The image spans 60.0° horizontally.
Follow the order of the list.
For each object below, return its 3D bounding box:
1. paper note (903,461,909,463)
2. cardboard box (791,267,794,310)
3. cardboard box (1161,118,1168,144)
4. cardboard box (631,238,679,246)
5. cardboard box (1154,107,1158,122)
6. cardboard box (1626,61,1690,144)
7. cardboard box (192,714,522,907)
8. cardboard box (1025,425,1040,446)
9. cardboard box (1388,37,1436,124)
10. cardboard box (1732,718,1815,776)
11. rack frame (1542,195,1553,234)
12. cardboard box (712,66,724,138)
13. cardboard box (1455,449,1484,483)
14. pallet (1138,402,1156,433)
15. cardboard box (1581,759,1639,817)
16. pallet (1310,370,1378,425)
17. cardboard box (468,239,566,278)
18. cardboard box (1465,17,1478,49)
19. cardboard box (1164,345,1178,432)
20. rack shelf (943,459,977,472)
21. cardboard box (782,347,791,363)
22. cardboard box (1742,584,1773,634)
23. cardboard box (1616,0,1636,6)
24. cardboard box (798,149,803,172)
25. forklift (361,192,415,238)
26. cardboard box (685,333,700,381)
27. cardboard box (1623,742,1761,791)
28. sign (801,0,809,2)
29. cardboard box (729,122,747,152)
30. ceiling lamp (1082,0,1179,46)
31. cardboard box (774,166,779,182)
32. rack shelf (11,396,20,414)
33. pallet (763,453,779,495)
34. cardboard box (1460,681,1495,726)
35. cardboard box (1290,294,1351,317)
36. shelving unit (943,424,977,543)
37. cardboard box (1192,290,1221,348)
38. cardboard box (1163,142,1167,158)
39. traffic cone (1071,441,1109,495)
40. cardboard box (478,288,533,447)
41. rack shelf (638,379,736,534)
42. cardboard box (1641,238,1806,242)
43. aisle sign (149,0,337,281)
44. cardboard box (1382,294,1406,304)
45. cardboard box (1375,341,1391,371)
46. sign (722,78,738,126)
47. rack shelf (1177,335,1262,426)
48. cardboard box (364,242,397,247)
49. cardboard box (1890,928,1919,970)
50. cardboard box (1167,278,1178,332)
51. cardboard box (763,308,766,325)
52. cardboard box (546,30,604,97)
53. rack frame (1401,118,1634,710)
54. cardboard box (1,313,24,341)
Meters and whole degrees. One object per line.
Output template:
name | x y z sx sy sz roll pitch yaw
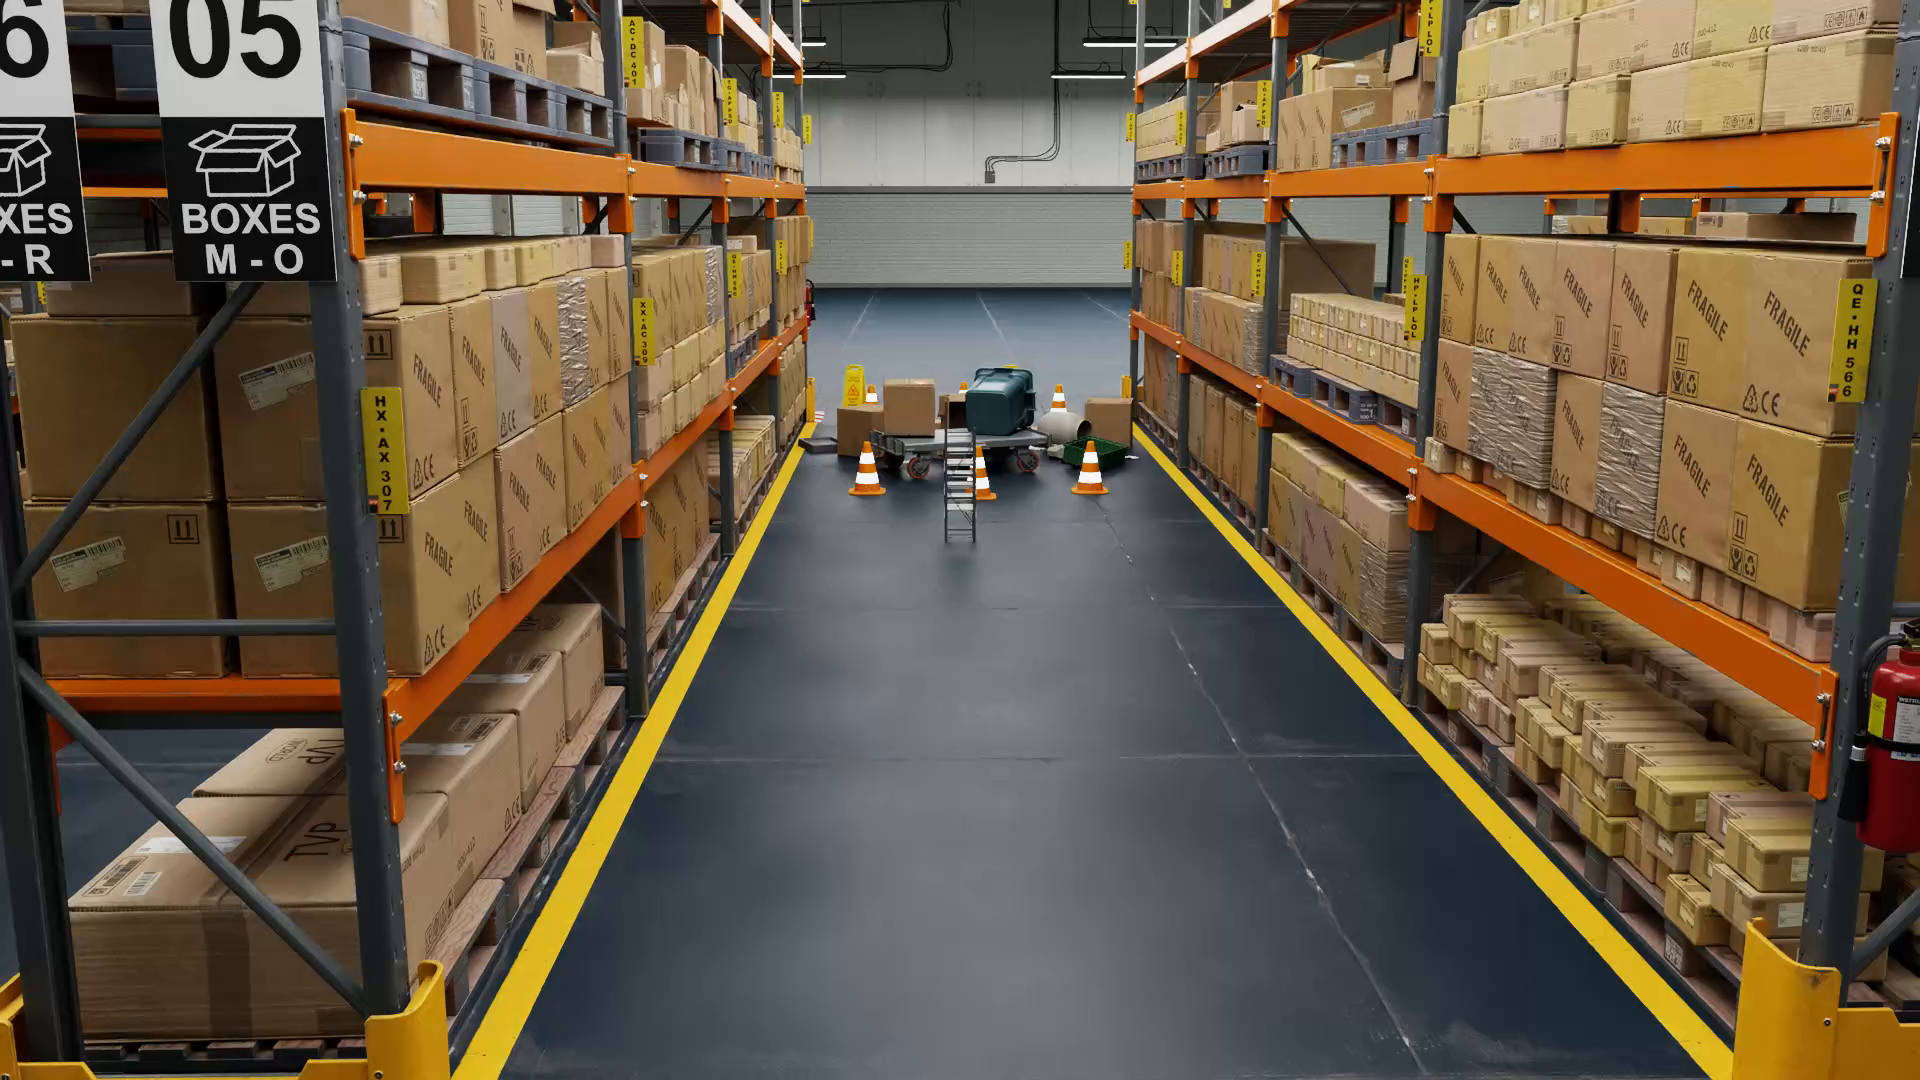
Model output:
paper note | -0.580 -0.806 16.953 0.148 0.019 0.142 0 11 -1
cardboard box | -2.067 -2.732 17.980 0.500 0.500 0.500 0 11 0
cardboard box | 2.386 -4.283 17.401 0.500 0.250 0.500 0 11 -2
cardboard box | -2.508 -2.396 13.636 0.380 0.149 0.250 -1 11 -4
cardboard box | 2.309 -4.605 17.989 0.380 0.149 0.250 0 11 0
cardboard box | 2.631 -1.489 5.688 0.500 0.250 0.500 0 11 1
cardboard box | -2.168 0.974 6.100 0.875 0.438 0.875 0 11 0
cardboard box | 0.795 -1.183 18.222 0.396 0.266 0.258 2 12 9
cardboard box | 2.936 -2.633 9.631 0.797 0.503 0.637 0 11 -2
cardboard box | 3.161 0.782 6.279 0.380 0.149 0.250 0 11 1
rack frame | 7.550 -2.984 20.224 1.000 3.000 0.127 0 11 -1
cardboard box | -2.034 -3.005 11.468 0.797 0.503 0.637 -1 12 -5
cardboard box | 2.595 -0.367 7.954 0.380 0.149 0.250 0 11 1
pallet | 2.684 -1.459 19.718 1.003 0.211 1.213 0 11 -1
cardboard box | 2.587 0.932 6.285 0.380 0.149 0.250 0 11 0
pallet | 2.836 -0.906 10.464 1.003 0.211 1.213 0 11 -1
cardboard box | -1.829 -1.153 6.799 0.380 0.149 0.250 0 11 -2
cardboard box | 2.601 -2.377 7.802 0.380 0.149 0.250 0 11 -2
cardboard box | 2.706 -1.658 17.974 0.875 0.875 0.875 0 11 -1
rack shelf | 0.000 -0.583 12.933 0.258 0.077 0.200 0 11 -1
cardboard box | -1.972 -1.938 17.407 0.380 0.149 0.250 0 11 1
cardboard box | 2.663 0.207 5.129 0.380 0.149 0.250 0 11 -1
cardboard box | 2.609 -2.011 6.001 0.380 0.149 0.250 -1 11 -3
cardboard box | -2.078 -4.385 19.215 0.500 0.250 0.500 0 11 -2
forklift | -4.789 -1.410 12.797 1.129 2.867 3.031 0 11 -2
cardboard box | -1.872 -1.123 10.168 0.500 0.250 0.500 -1 11 -3
cardboard box | 2.633 0.839 5.995 0.380 0.149 0.250 -1 11 -3
sign | -1.802 -6.417 19.310 0.100 0.325 0.005 0 11 -1
cardboard box | -2.103 -3.433 14.214 0.500 0.250 0.500 0 11 0
ceiling lamp | 3.578 -12.015 34.970 2.000 3.185 0.800 0 11 -1
cardboard box | -1.983 -3.611 16.399 0.380 0.149 0.250 0 11 -1
rack shelf | -7.114 -0.582 10.192 1.077 0.370 4.000 0 11 -1
pallet | -2.258 -0.627 15.618 1.003 0.211 1.213 0 11 -1
cardboard box | 2.586 0.769 7.840 0.380 0.149 0.250 0 11 -1
cardboard box | 2.570 -1.674 11.847 0.380 0.149 0.250 0 11 -1
shelving unit | 0.000 -0.439 12.962 0.258 0.900 0.210 0 11 -1
cardboard box | 2.425 -2.032 15.278 0.500 0.500 0.500 0 11 -1
cardboard box | 2.323 -4.063 17.324 0.380 0.149 0.250 0 11 0
traffic cone | 1.190 -0.673 15.211 0.336 0.463 0.334 0 11 -1
cardboard box | -1.788 -0.603 5.723 0.500 0.500 0.500 0 11 -2
rack shelf | -2.151 -0.603 10.297 1.077 0.370 4.000 0 11 -1
cardboard box | 3.130 -0.986 6.862 0.500 0.500 0.500 0 11 0
aisle sign | -1.736 -1.024 4.023 0.394 0.787 0.004 0 11 -1
cardboard box | 3.223 -1.672 11.837 0.380 0.149 0.250 -1 11 -3
cardboard box | 2.613 -1.061 9.573 0.380 0.149 0.250 -1 11 -3
sign | -1.637 -3.116 11.830 0.100 0.325 0.005 0 11 -1
rack shelf | 2.713 -1.439 14.415 1.077 0.370 4.000 0 11 -1
cardboard box | -2.350 -1.048 6.284 0.380 0.149 0.250 0 11 -1
cardboard box | 3.229 1.283 5.307 0.380 0.149 0.250 0 11 0
cardboard box | 2.618 -2.445 17.188 0.875 0.550 0.550 0 11 -1
cardboard box | -1.959 -2.026 15.078 0.380 0.149 0.250 0 11 -2
cardboard box | -1.777 -2.091 7.310 0.396 0.266 0.258 0 11 1
rack frame | 2.837 -0.598 8.465 1.000 3.000 0.127 0 11 -1
cardboard box | -6.895 -1.593 12.486 0.500 0.250 0.500 0 11 -1
